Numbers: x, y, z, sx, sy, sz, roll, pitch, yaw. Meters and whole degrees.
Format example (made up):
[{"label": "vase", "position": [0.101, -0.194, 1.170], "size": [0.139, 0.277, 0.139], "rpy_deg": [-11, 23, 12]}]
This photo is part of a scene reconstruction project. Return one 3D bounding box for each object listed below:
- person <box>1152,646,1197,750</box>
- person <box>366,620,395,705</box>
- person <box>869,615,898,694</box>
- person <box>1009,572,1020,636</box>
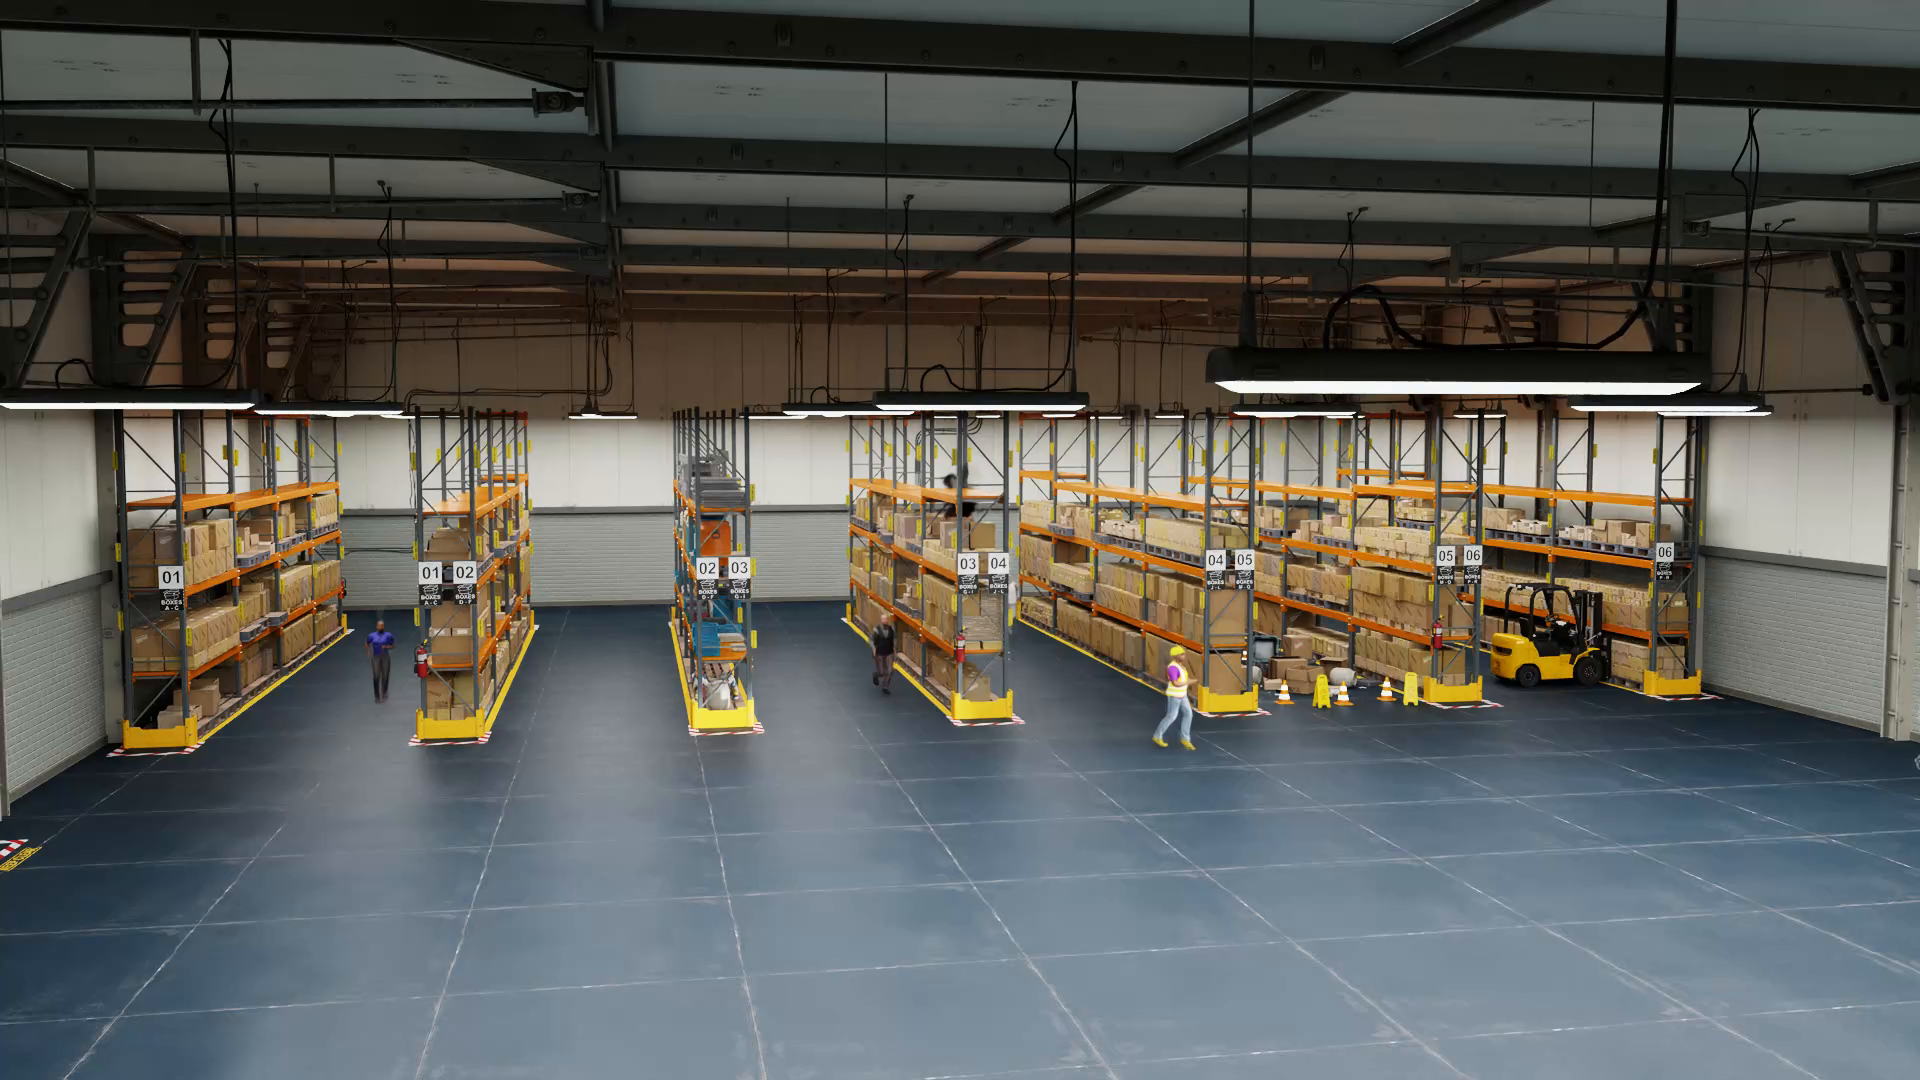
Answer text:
[{"label": "person", "position": [3.768, 2.771, 29.063], "size": [0.799, 1.840, 0.700], "rpy_deg": [2, 4, 25]}, {"label": "person", "position": [-11.809, 2.485, 33.909], "size": [0.547, 1.718, 0.777], "rpy_deg": [-2, 4, -24]}, {"label": "person", "position": [-1.622, 2.397, 35.130], "size": [0.647, 1.675, 0.637], "rpy_deg": [-1, 4, -19]}, {"label": "person", "position": [1.297, 1.690, 44.417], "size": [0.662, 1.735, 0.618], "rpy_deg": [0, 4, -6]}]
